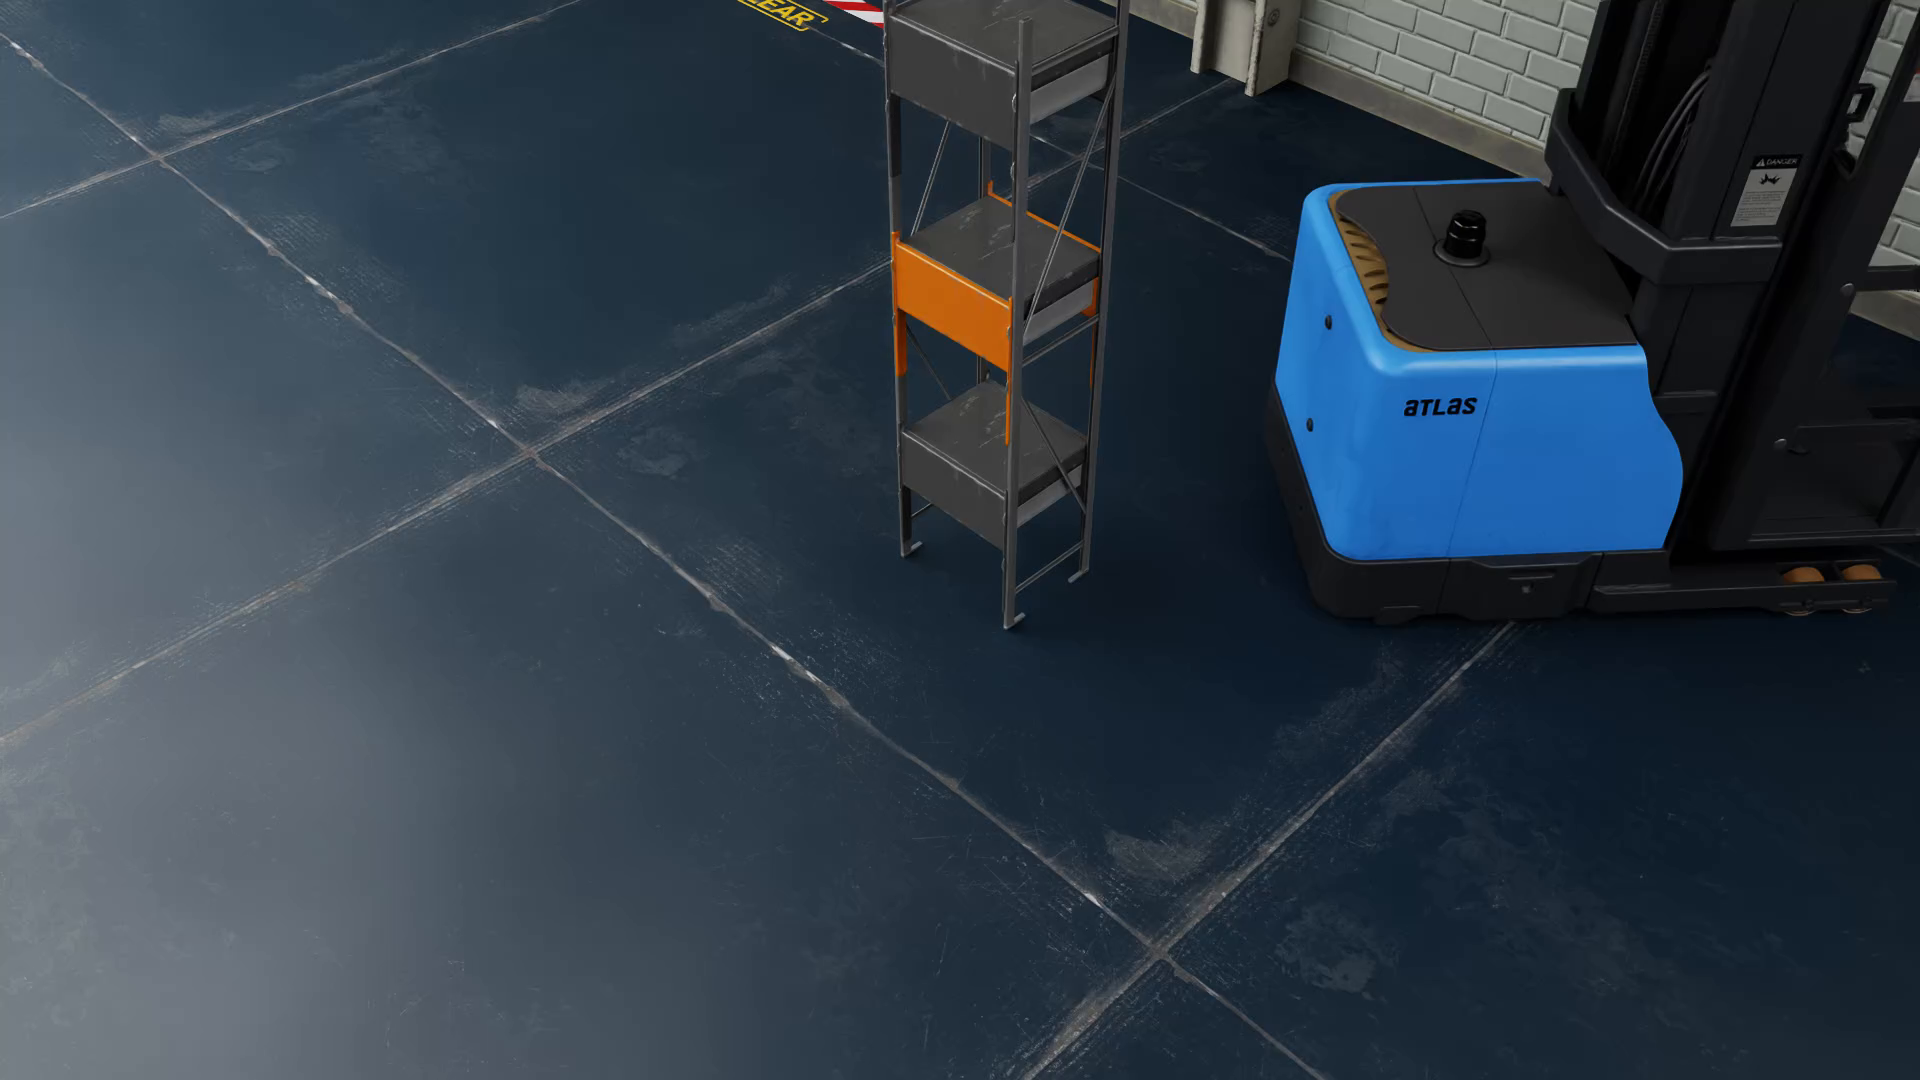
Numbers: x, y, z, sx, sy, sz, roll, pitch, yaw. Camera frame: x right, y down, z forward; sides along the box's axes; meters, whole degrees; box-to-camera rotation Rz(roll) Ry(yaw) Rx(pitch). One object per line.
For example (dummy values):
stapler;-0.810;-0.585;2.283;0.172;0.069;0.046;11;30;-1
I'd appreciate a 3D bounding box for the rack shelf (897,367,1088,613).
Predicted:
rack shelf;0.117;-0.167;5.436;0.431;0.518;0.480;-34;53;-31

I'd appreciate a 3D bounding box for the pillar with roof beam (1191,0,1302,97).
pillar with roof beam;-1.655;-3.562;2.974;9.100;9.000;0.400;-34;53;-31

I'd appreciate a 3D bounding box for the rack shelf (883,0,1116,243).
rack shelf;0.117;-1.196;4.486;0.431;0.518;0.480;-34;53;-31

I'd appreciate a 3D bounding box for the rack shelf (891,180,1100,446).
rack shelf;0.117;-0.682;4.961;0.431;0.518;0.480;-34;53;-31

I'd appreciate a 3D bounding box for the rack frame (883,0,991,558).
rack frame;-0.055;-0.809;5.078;0.400;2.100;0.015;-34;53;-31

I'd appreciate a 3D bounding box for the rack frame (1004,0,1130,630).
rack frame;0.289;-0.574;4.824;0.400;2.100;0.015;-34;53;-31

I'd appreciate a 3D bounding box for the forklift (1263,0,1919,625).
forklift;2.642;-1.185;4.873;3.031;2.935;1.130;-2;43;-3

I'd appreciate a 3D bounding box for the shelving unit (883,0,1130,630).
shelving unit;0.117;-0.692;4.951;0.431;2.100;0.503;-34;53;-31
